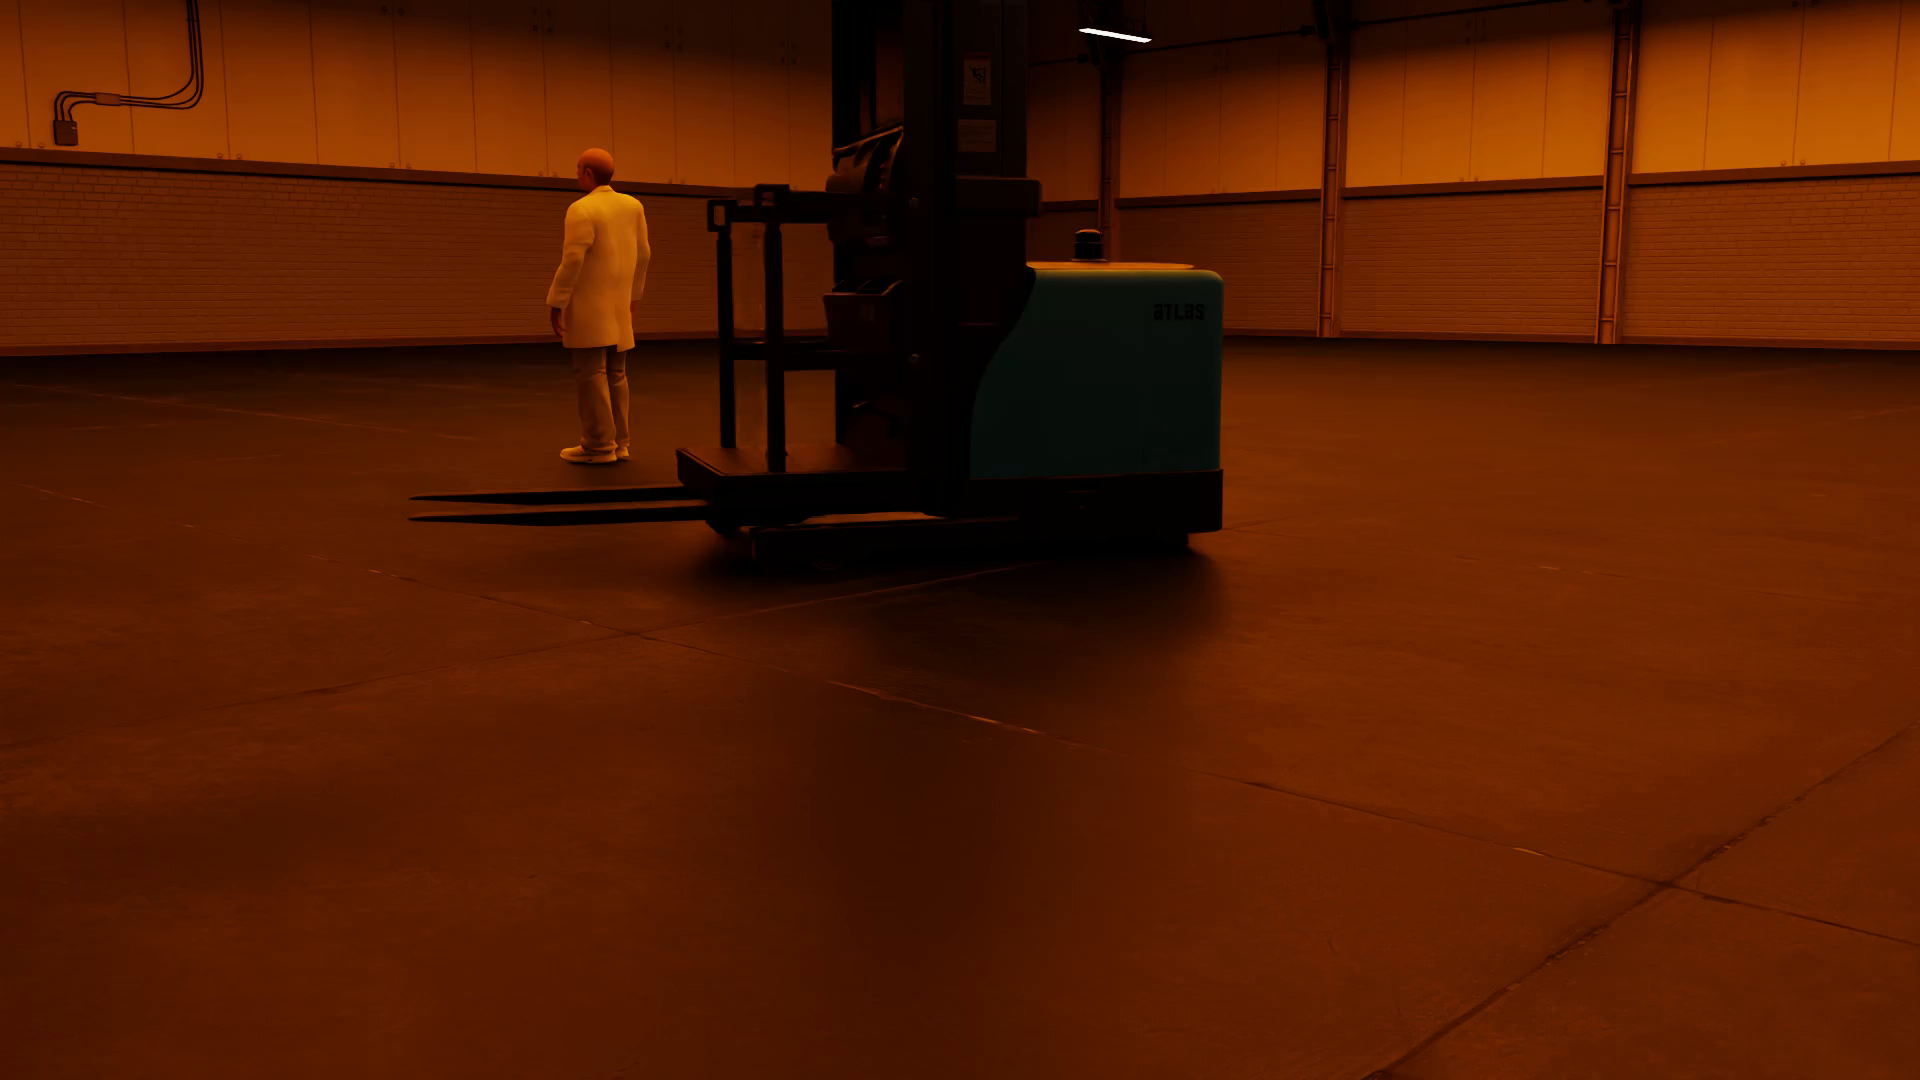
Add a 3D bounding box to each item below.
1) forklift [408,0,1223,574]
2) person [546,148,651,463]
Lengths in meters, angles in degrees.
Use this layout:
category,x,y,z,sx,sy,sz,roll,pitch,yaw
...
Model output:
category,x,y,z,sx,sy,sz,roll,pitch,yaw
forklift,-0.551,-1.418,6.289,3.031,2.935,1.130,-3,9,-18
person,-2.150,-1.337,9.579,0.581,1.775,0.694,6,10,33
